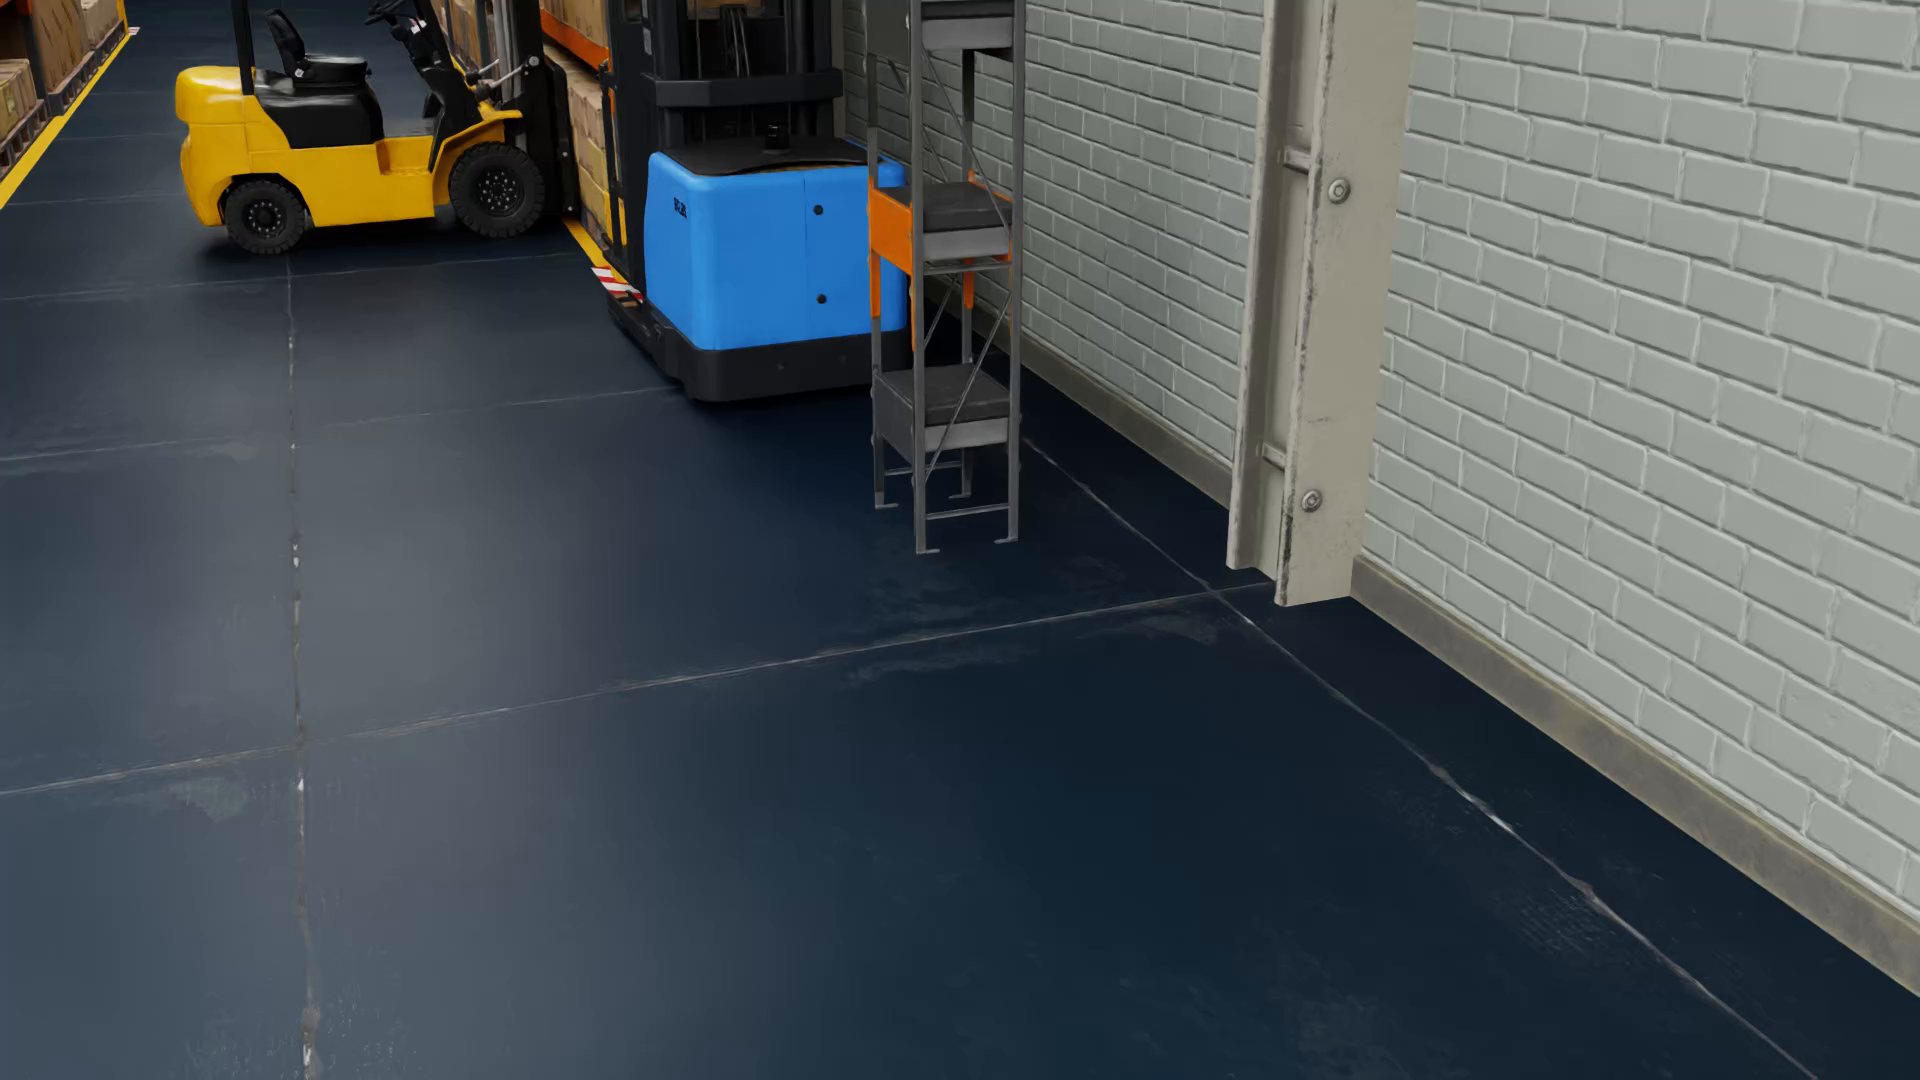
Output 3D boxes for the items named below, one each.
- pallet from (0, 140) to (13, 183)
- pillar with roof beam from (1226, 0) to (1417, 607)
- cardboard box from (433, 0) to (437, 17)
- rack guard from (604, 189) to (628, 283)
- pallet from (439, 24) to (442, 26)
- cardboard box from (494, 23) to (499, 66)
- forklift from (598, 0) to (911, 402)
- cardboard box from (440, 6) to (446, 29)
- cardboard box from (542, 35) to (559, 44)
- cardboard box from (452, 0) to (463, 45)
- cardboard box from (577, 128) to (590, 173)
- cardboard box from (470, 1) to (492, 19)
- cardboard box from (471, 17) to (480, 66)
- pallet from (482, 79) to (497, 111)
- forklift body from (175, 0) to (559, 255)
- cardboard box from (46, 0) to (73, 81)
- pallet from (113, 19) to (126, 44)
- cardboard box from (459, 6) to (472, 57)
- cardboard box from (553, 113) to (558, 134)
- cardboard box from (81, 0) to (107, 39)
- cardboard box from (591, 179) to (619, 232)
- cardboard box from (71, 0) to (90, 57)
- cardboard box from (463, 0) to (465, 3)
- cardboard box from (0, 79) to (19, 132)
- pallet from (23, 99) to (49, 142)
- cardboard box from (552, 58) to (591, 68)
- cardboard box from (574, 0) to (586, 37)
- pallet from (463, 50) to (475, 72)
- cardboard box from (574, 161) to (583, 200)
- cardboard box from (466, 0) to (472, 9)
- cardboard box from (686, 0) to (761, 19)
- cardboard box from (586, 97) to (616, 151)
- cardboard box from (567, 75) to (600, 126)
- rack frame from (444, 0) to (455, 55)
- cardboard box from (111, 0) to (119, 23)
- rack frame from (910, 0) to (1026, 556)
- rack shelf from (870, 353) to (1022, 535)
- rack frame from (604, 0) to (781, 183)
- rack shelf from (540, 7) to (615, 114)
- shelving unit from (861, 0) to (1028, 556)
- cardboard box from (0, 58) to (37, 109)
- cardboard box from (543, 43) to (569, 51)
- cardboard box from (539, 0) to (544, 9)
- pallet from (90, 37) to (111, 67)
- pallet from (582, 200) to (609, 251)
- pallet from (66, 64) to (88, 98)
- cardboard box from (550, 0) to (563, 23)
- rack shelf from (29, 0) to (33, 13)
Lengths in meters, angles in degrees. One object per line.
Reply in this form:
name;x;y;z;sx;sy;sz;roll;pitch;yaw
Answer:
pallet;-7.871;-2.817;12.662;1.003;0.211;1.213;-8;24;-19
pillar with roof beam;-2.850;-3.419;2.775;9.100;9.000;0.400;-8;24;-19
cardboard box;-6.705;-7.146;22.021;0.500;0.500;0.500;-8;24;-18
rack guard;-1.531;-1.888;10.085;1.175;0.500;0.348;-8;24;-19
pallet;-6.455;-6.817;22.152;1.003;0.211;1.213;-8;24;-19
cardboard box;-3.920;-4.589;15.793;0.875;0.625;0.625;-8;24;-17
forklift;-1.273;-2.517;8.448;1.130;2.935;3.031;-9;25;-21
cardboard box;-6.376;-6.634;21.107;0.396;0.266;0.258;-7;24;-17
cardboard box;-3.414;-4.072;14.566;0.875;0.625;0.625;-9;24;-20
cardboard box;-5.621;-6.051;19.423;0.500;0.500;0.500;-9;24;-20
cardboard box;-2.171;-2.523;10.729;0.500;0.250;0.500;-9;24;-20
cardboard box;-4.902;-5.535;17.363;0.380;0.149;0.250;-10;25;-22
cardboard box;-4.883;-5.304;17.650;0.500;0.500;0.500;-9;24;-20
pallet;-4.111;-4.366;16.336;1.003;0.211;1.213;-8;24;-19
forklift body;-3.916;-3.096;10.826;2.313;2.155;1.214;-8;24;-19
cardboard box;-9.485;-5.074;16.621;0.875;0.875;0.875;-8;24;-18
pallet;-11.478;-6.615;21.672;1.003;0.211;1.213;-8;24;-19
cardboard box;-5.271;-5.680;18.542;0.500;0.500;0.500;-9;25;-21
cardboard box;-2.546;-2.890;11.600;0.500;0.250;0.500;-8;24;-19
cardboard box;-10.859;-6.307;20.110;0.875;0.438;0.875;-9;25;-21
cardboard box;-2.001;-2.102;10.375;0.500;0.250;0.500;-8;24;-19
cardboard box;-10.127;-5.726;18.169;0.875;0.875;0.875;-8;24;-17
cardboard box;-5.466;-6.207;18.956;0.380;0.149;0.250;-8;24;-19
cardboard box;-8.287;-3.505;13.547;0.950;0.372;0.625;-8;24;-17
pallet;-8.733;-3.703;14.765;1.003;0.211;1.213;-8;24;-19
cardboard box;-2.717;-3.304;11.938;0.500;0.250;0.500;-7;24;-17
cardboard box;-2.133;-3.427;10.390;0.500;0.500;0.500;-8;24;-17
pallet;-5.021;-5.389;18.764;1.003;0.211;1.213;-8;24;-19
cardboard box;-2.336;-2.467;11.241;0.500;0.250;0.500;-8;24;-18
cardboard box;-5.219;-5.926;18.290;0.380;0.149;0.250;-10;25;-22
cardboard box;-1.454;-3.312;10.118;0.500;0.500;0.500;-8;24;-17
cardboard box;-1.994;-2.560;10.174;0.500;0.250;0.500;-8;24;-17
cardboard box;-2.367;-2.927;11.044;0.500;0.250;0.500;-8;24;-18
rack frame;-5.778;-7.408;19.965;1.000;3.000;0.127;-8;24;-19
cardboard box;-11.507;-6.966;21.674;0.875;0.438;0.875;-9;25;-21
rack frame;0.028;-0.939;5.775;0.400;2.100;0.015;-8;24;-19
rack shelf;-0.058;-0.370;6.262;0.431;0.518;0.480;-8;24;-19
rack frame;-1.539;-3.048;9.620;1.000;3.000;0.127;-8;24;-19
rack shelf;-2.246;-3.443;11.484;1.077;0.370;4.000;-8;24;-19
shelving unit;-0.059;-1.028;5.985;0.431;2.100;0.503;-8;24;-19
cardboard box;-8.817;-4.049;14.836;0.950;0.372;0.625;-10;25;-23
cardboard box;-3.075;-3.670;12.807;0.500;0.250;0.500;-9;24;-20
cardboard box;-2.840;-4.164;12.138;0.500;0.500;0.500;-8;24;-18
pallet;-10.616;-5.728;19.568;1.003;0.211;1.213;-8;24;-19
pallet;-1.848;-2.035;10.807;1.003;0.211;1.213;-8;24;-19
pallet;-9.643;-4.727;17.193;1.003;0.211;1.213;-8;24;-19
cardboard box;-2.502;-3.794;11.261;0.500;0.500;0.500;-8;24;-19
rack shelf;-9.714;-5.668;16.761;1.077;0.370;4.000;-8;24;-19
